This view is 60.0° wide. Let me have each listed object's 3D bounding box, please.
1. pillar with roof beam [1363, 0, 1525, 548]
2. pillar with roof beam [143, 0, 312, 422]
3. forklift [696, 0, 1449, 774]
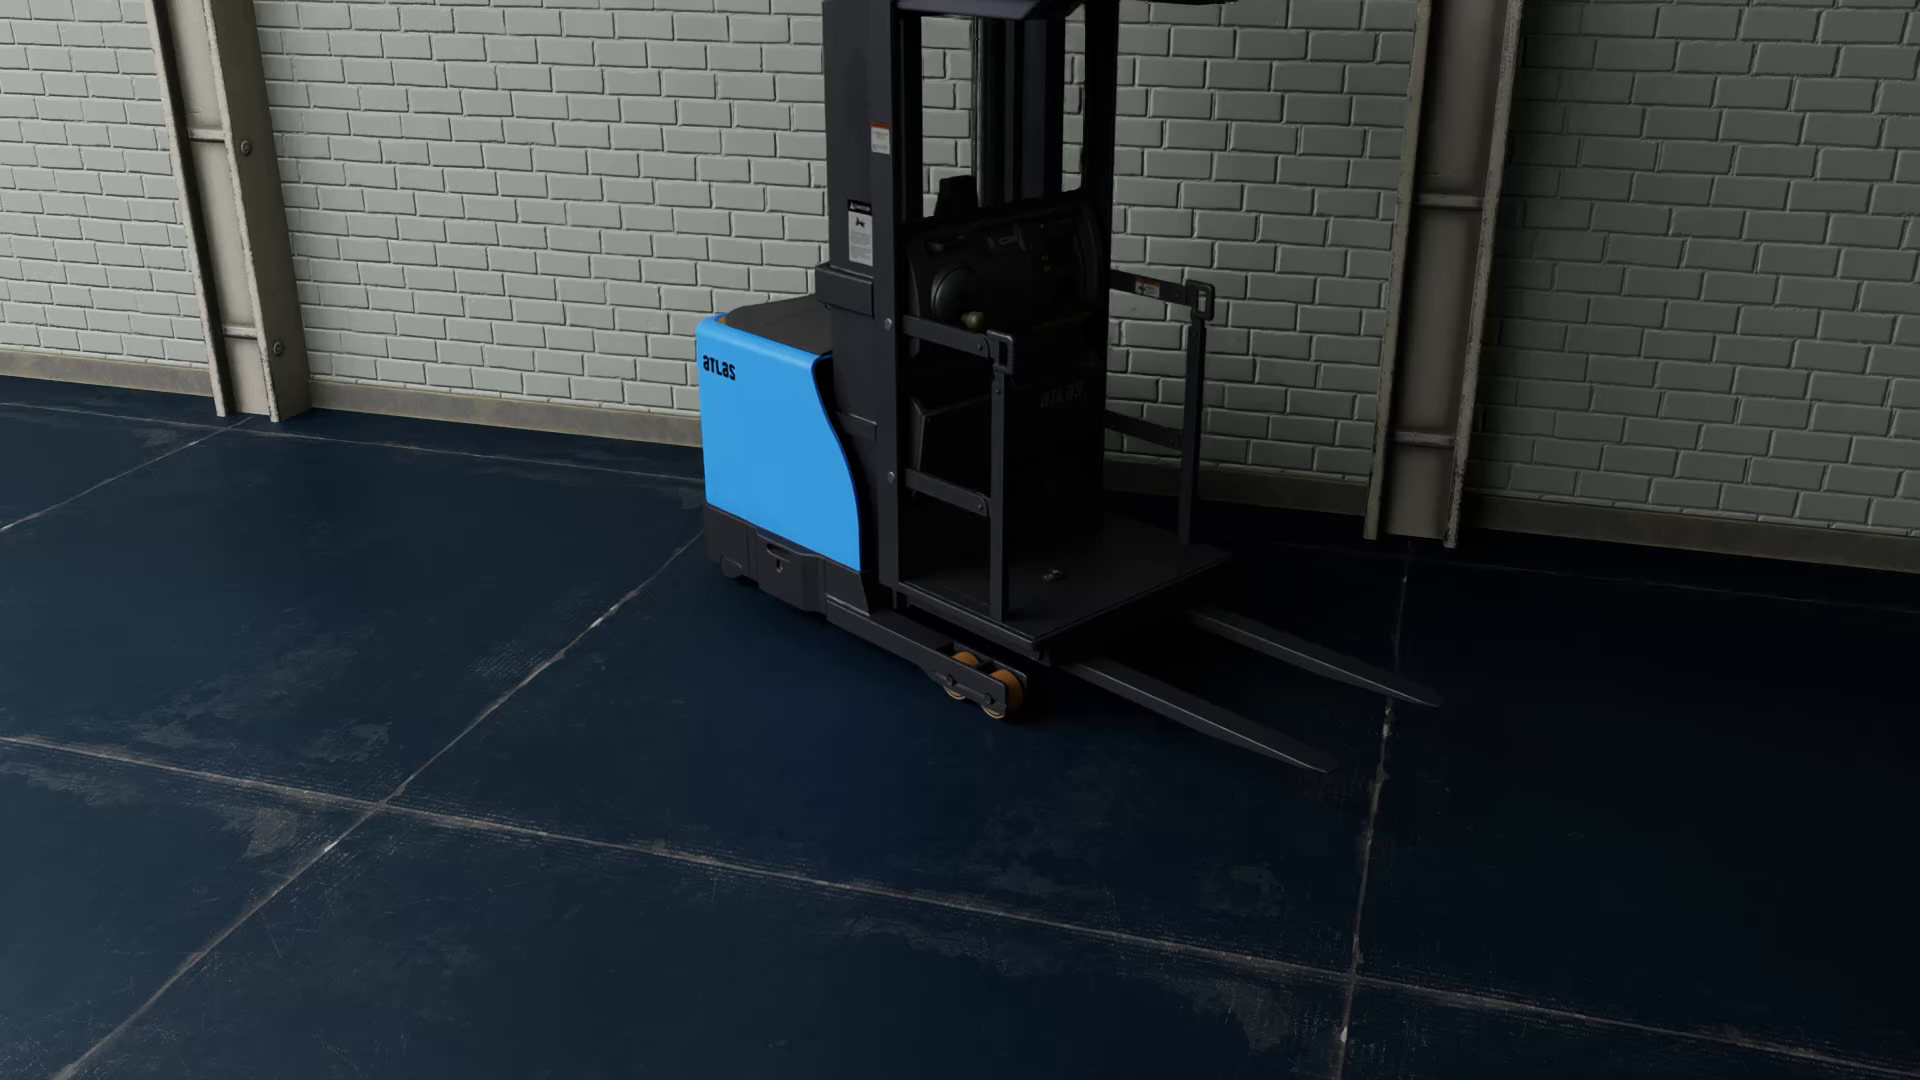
[{"bbox_3d":[0.758,-2.641,1.850,0.400,9.000,9.100,7,23,16],"label":"pillar with roof beam"},{"bbox_3d":[-4.986,-3.299,3.454,0.400,9.000,9.100,7,23,16],"label":"pillar with roof beam"},{"bbox_3d":[0.312,-0.957,5.741,1.130,2.935,3.031,-20,29,-39],"label":"forklift"}]
